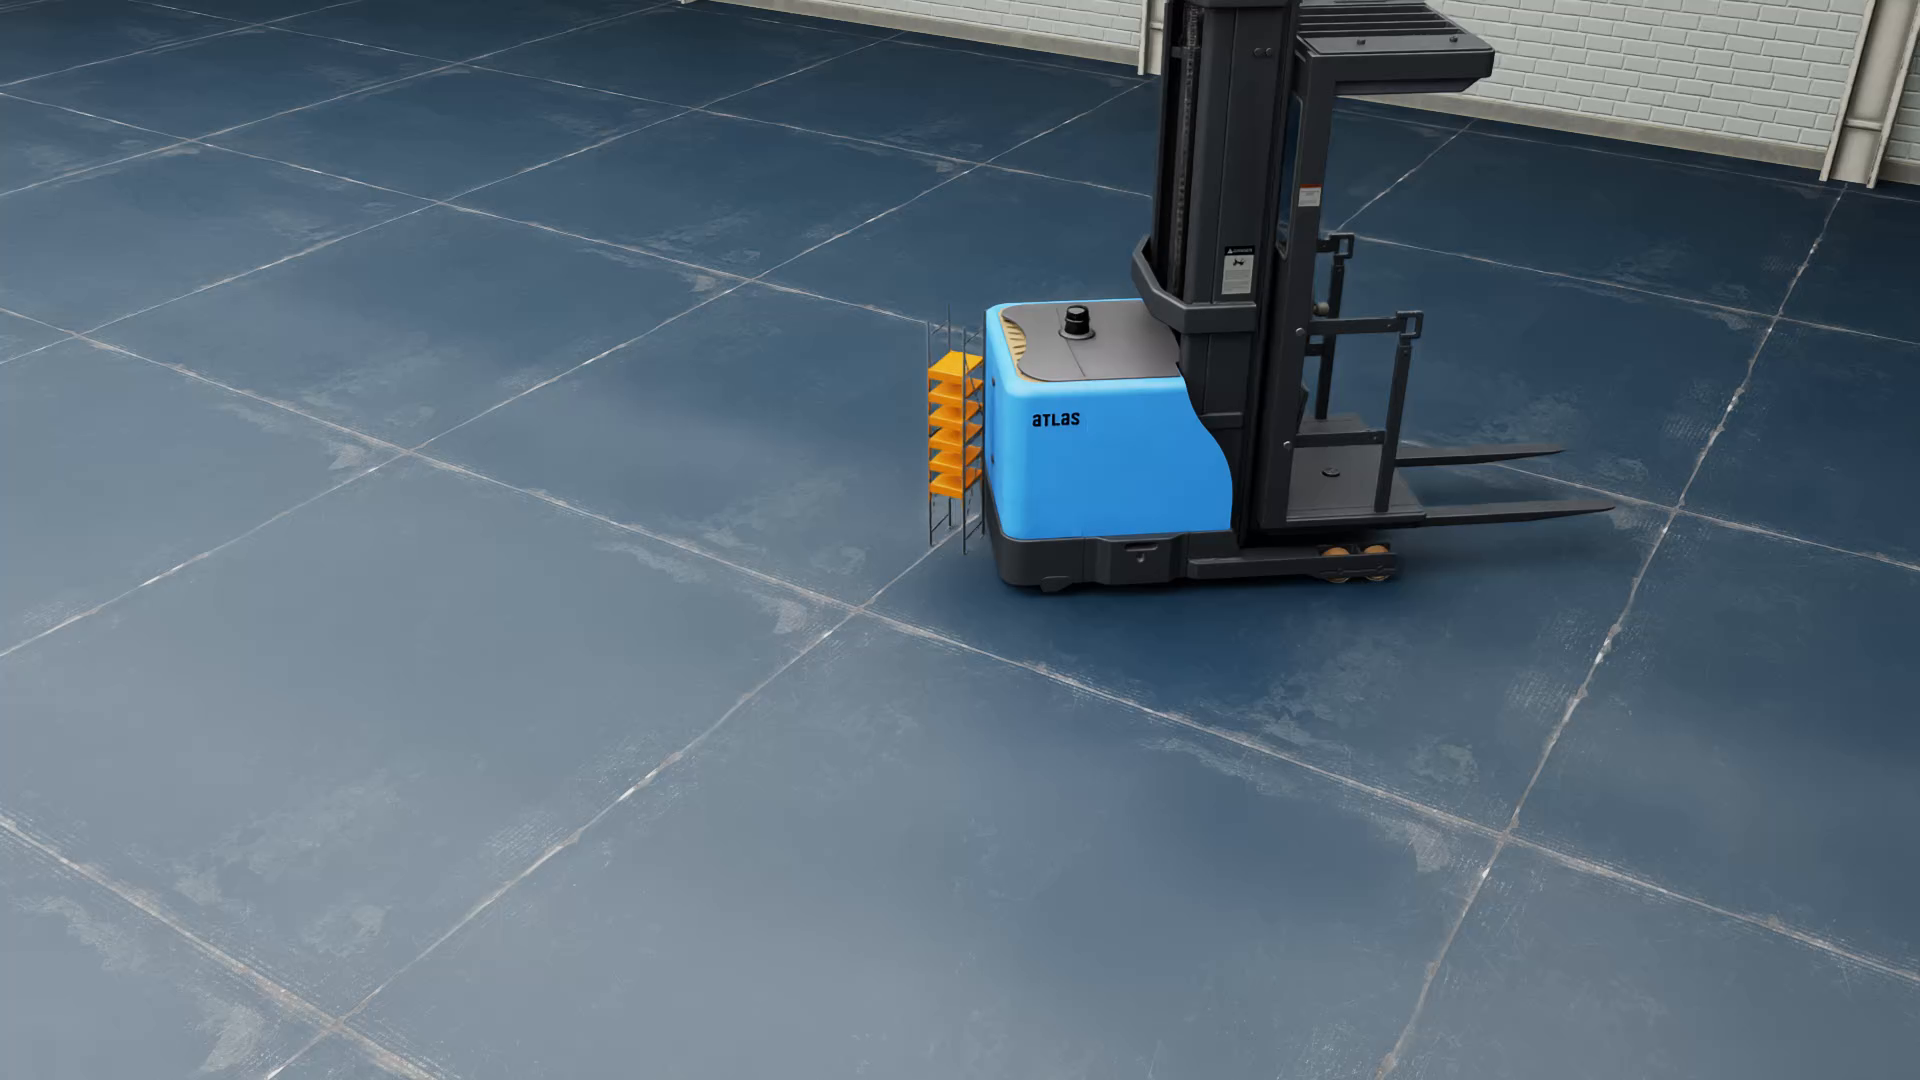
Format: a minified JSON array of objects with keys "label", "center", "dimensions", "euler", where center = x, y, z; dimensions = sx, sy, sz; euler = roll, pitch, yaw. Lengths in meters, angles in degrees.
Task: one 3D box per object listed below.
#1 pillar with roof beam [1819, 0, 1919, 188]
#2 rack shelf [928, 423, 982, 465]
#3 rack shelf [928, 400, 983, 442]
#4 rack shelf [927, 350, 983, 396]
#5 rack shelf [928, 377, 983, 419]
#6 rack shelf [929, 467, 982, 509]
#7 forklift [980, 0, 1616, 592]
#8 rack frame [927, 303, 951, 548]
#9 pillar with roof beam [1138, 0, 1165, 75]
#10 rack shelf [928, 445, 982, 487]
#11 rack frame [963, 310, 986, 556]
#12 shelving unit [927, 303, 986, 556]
[{"label":"pillar with roof beam","center":[4.738,-4.902,7.723],"dimensions":[0.400,9.000,9.100],"euler":[18,35,27]},{"label":"rack shelf","center":[-0.016,-0.475,7.961],"dimensions":[0.180,0.103,0.258],"euler":[14,33,22]},{"label":"rack shelf","center":[-0.016,-0.578,7.901],"dimensions":[0.180,0.103,0.258],"euler":[14,33,22]},{"label":"rack shelf","center":[-0.016,-0.786,7.780],"dimensions":[0.180,0.103,0.258],"euler":[14,33,22]},{"label":"rack shelf","center":[-0.016,-0.682,7.840],"dimensions":[0.180,0.103,0.258],"euler":[14,33,22]},{"label":"rack shelf","center":[-0.015,-0.267,8.082],"dimensions":[0.180,0.103,0.258],"euler":[14,33,22]},{"label":"forklift","center":[1.652,-1.324,7.611],"dimensions":[3.031,2.935,1.130],"euler":[-3,30,-5]},{"label":"rack frame","center":[-0.098,-0.533,7.973],"dimensions":[0.006,1.200,0.240],"euler":[14,33,22]},{"label":"pillar with roof beam","center":[-0.344,-6.510,10.478],"dimensions":[0.400,9.000,9.100],"euler":[18,35,27]},{"label":"rack shelf","center":[-0.015,-0.371,8.022],"dimensions":[0.180,0.103,0.258],"euler":[14,33,22]},{"label":"rack frame","center":[0.067,-0.493,7.904],"dimensions":[0.006,1.200,0.240],"euler":[14,33,22]},{"label":"shelving unit","center":[-0.016,-0.513,7.939],"dimensions":[0.189,1.200,0.258],"euler":[14,33,22]}]
